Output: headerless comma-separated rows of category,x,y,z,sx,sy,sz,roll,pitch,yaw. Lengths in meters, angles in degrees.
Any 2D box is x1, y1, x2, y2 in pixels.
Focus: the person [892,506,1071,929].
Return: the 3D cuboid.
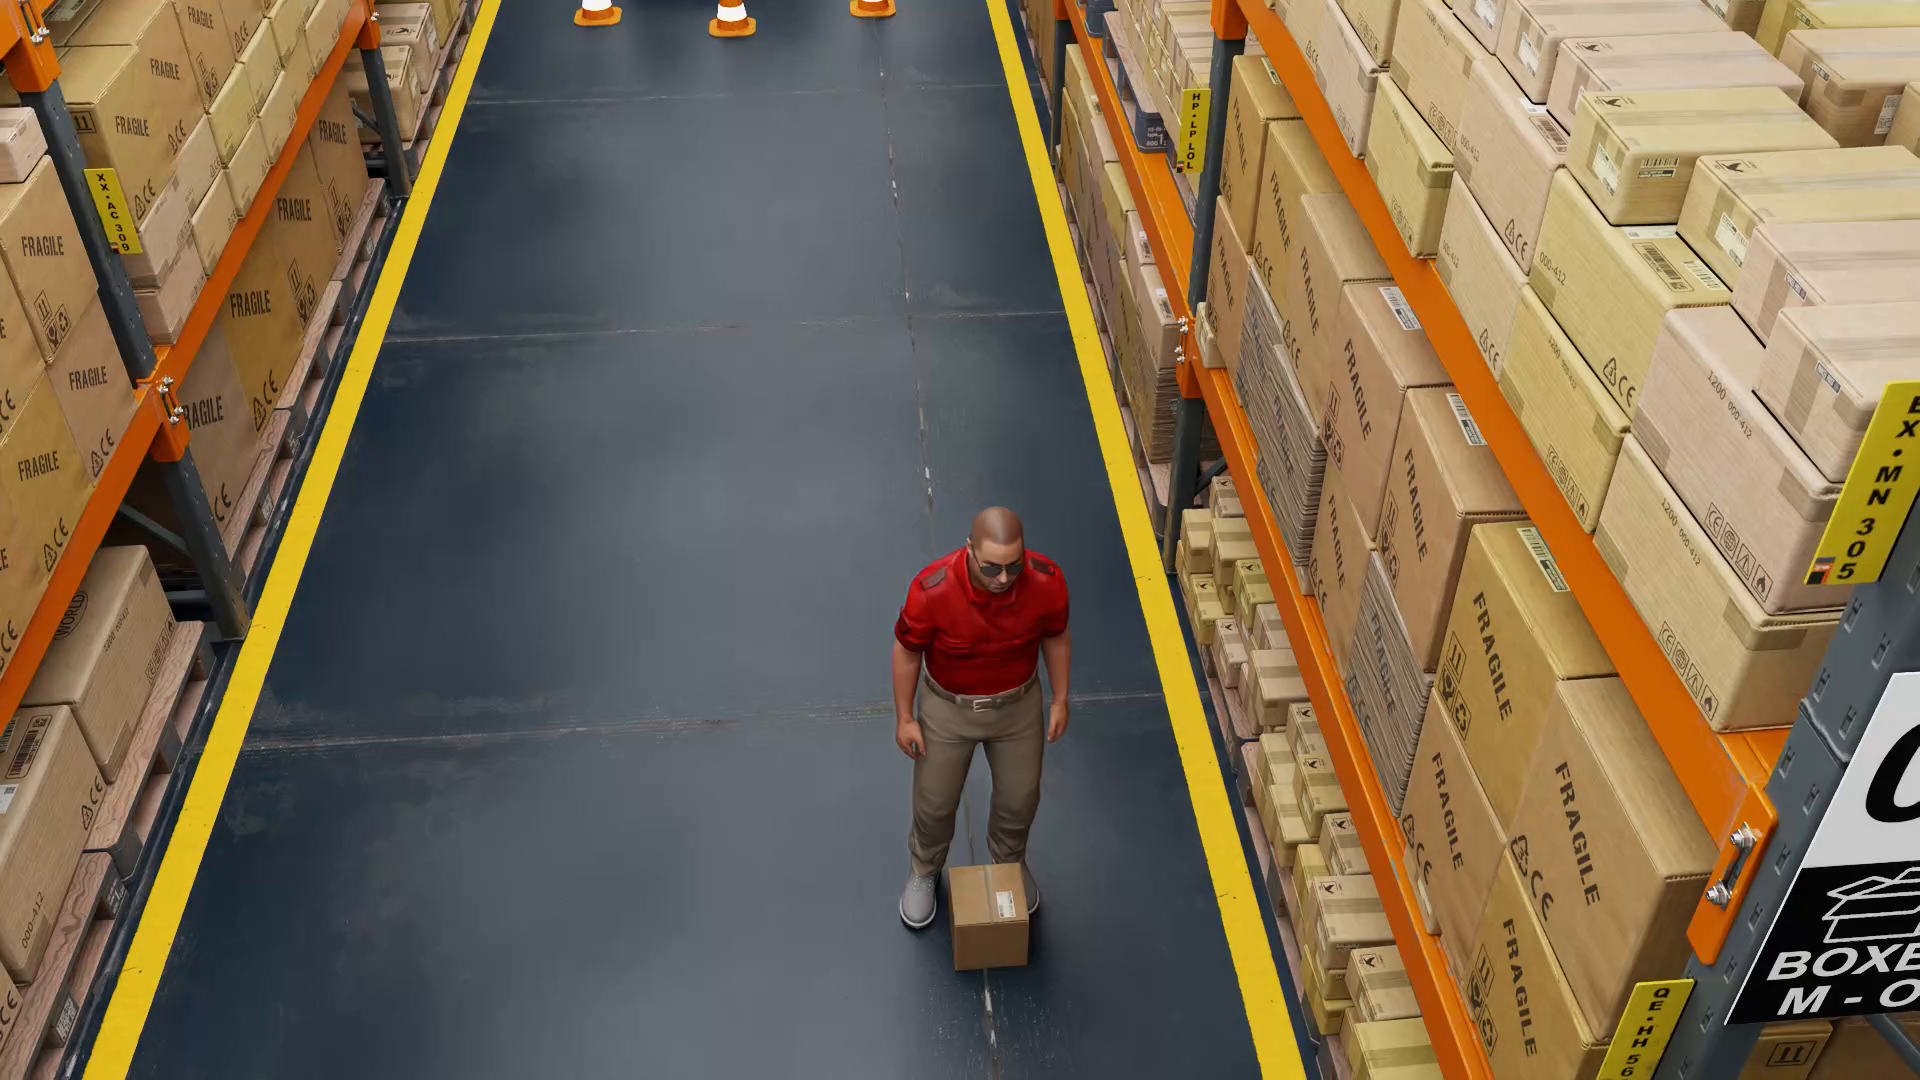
person,0.070,0.562,5.468,0.604,1.726,0.394,-6,39,-7
